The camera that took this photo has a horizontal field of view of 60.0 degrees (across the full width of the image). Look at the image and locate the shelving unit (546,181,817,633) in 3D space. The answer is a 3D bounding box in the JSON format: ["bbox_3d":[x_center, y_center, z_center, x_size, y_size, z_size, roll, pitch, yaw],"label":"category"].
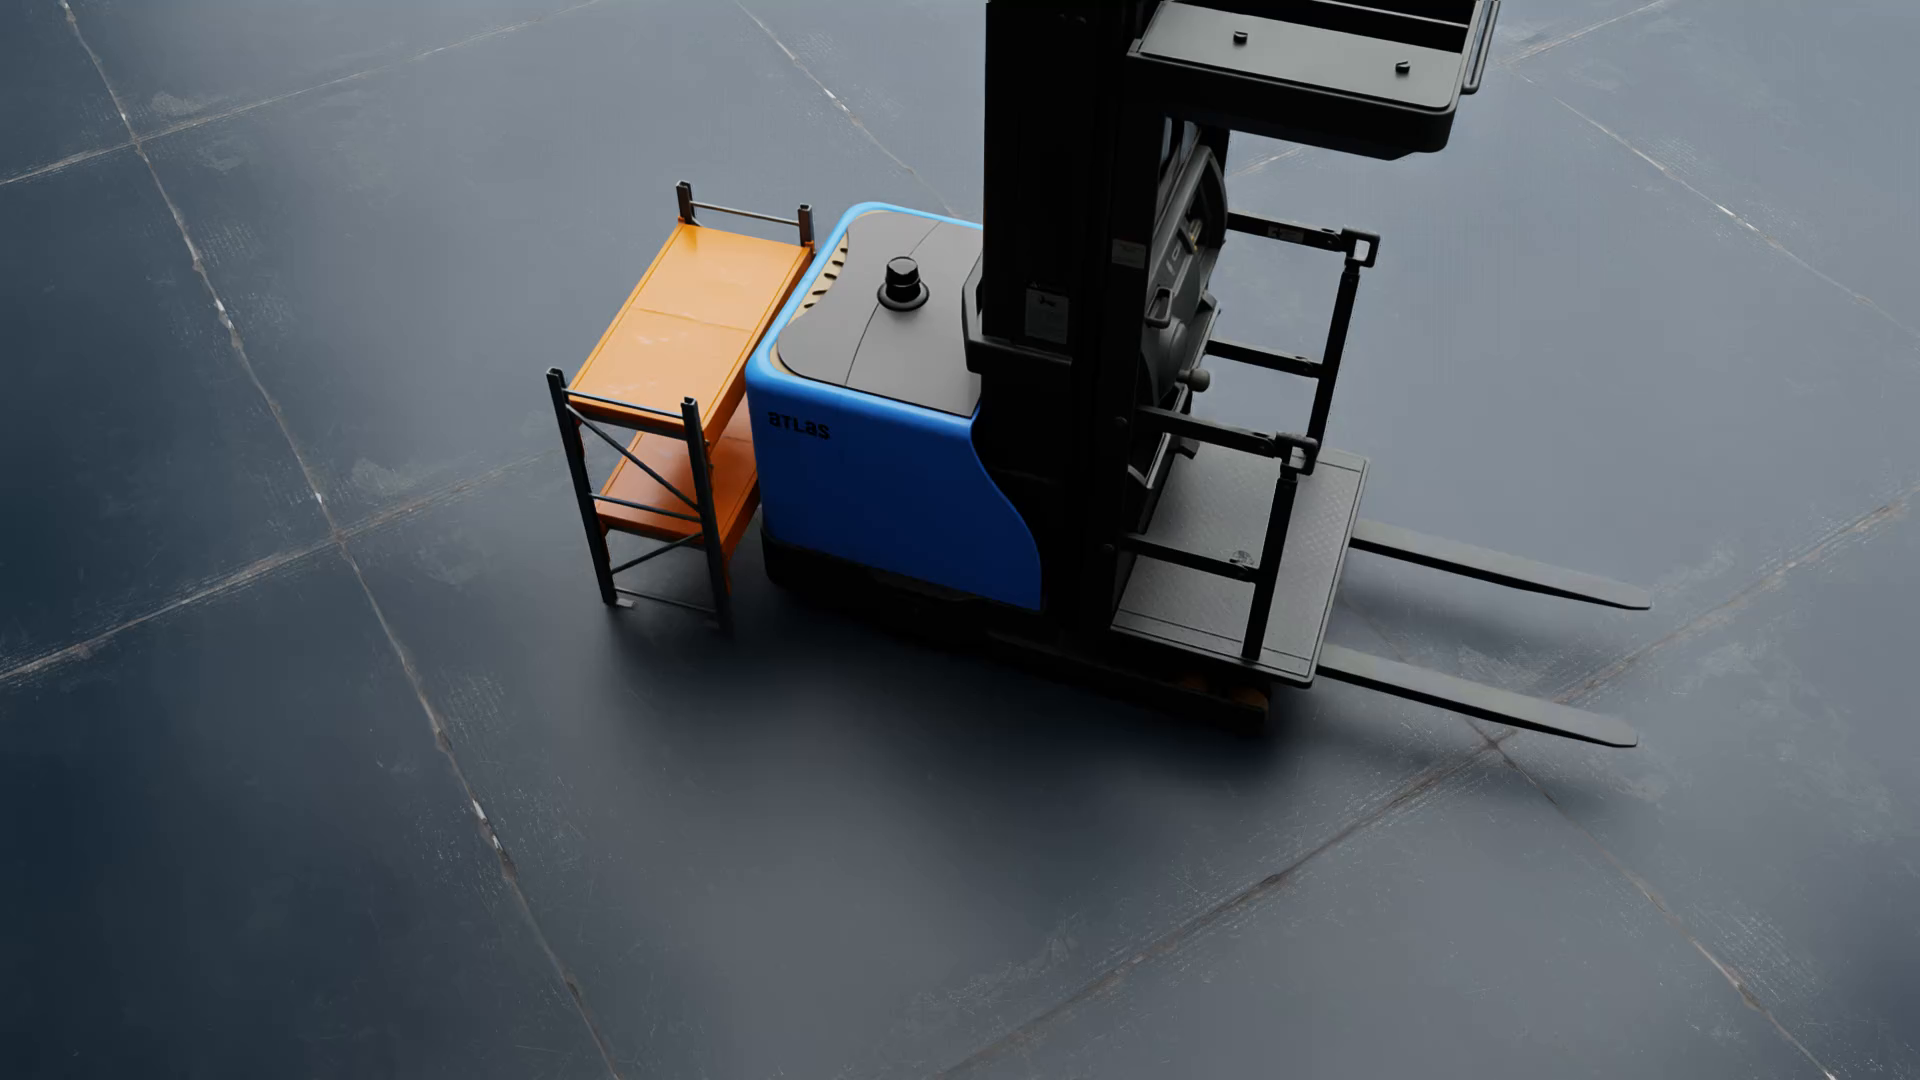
[{"bbox_3d":[-0.907,-0.468,5.914,0.538,1.125,1.048,13,50,11],"label":"shelving unit"}]

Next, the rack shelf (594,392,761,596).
[{"bbox_3d":[-0.906,-0.306,6.096,0.538,0.278,1.000,13,50,11],"label":"rack shelf"}]

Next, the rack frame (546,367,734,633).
[{"bbox_3d":[-1.055,-0.105,5.590,0.500,1.125,0.032,13,50,11],"label":"rack frame"}]

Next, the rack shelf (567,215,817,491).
[{"bbox_3d":[-0.907,-0.663,5.695,0.538,0.278,1.000,13,50,11],"label":"rack shelf"}]

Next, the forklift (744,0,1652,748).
[{"bbox_3d":[0.864,-0.772,4.975,3.031,2.935,1.130,15,50,13],"label":"forklift"}]

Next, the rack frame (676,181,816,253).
[{"bbox_3d":[-0.758,-0.831,6.237,0.500,1.125,0.032,13,50,11],"label":"rack frame"}]
